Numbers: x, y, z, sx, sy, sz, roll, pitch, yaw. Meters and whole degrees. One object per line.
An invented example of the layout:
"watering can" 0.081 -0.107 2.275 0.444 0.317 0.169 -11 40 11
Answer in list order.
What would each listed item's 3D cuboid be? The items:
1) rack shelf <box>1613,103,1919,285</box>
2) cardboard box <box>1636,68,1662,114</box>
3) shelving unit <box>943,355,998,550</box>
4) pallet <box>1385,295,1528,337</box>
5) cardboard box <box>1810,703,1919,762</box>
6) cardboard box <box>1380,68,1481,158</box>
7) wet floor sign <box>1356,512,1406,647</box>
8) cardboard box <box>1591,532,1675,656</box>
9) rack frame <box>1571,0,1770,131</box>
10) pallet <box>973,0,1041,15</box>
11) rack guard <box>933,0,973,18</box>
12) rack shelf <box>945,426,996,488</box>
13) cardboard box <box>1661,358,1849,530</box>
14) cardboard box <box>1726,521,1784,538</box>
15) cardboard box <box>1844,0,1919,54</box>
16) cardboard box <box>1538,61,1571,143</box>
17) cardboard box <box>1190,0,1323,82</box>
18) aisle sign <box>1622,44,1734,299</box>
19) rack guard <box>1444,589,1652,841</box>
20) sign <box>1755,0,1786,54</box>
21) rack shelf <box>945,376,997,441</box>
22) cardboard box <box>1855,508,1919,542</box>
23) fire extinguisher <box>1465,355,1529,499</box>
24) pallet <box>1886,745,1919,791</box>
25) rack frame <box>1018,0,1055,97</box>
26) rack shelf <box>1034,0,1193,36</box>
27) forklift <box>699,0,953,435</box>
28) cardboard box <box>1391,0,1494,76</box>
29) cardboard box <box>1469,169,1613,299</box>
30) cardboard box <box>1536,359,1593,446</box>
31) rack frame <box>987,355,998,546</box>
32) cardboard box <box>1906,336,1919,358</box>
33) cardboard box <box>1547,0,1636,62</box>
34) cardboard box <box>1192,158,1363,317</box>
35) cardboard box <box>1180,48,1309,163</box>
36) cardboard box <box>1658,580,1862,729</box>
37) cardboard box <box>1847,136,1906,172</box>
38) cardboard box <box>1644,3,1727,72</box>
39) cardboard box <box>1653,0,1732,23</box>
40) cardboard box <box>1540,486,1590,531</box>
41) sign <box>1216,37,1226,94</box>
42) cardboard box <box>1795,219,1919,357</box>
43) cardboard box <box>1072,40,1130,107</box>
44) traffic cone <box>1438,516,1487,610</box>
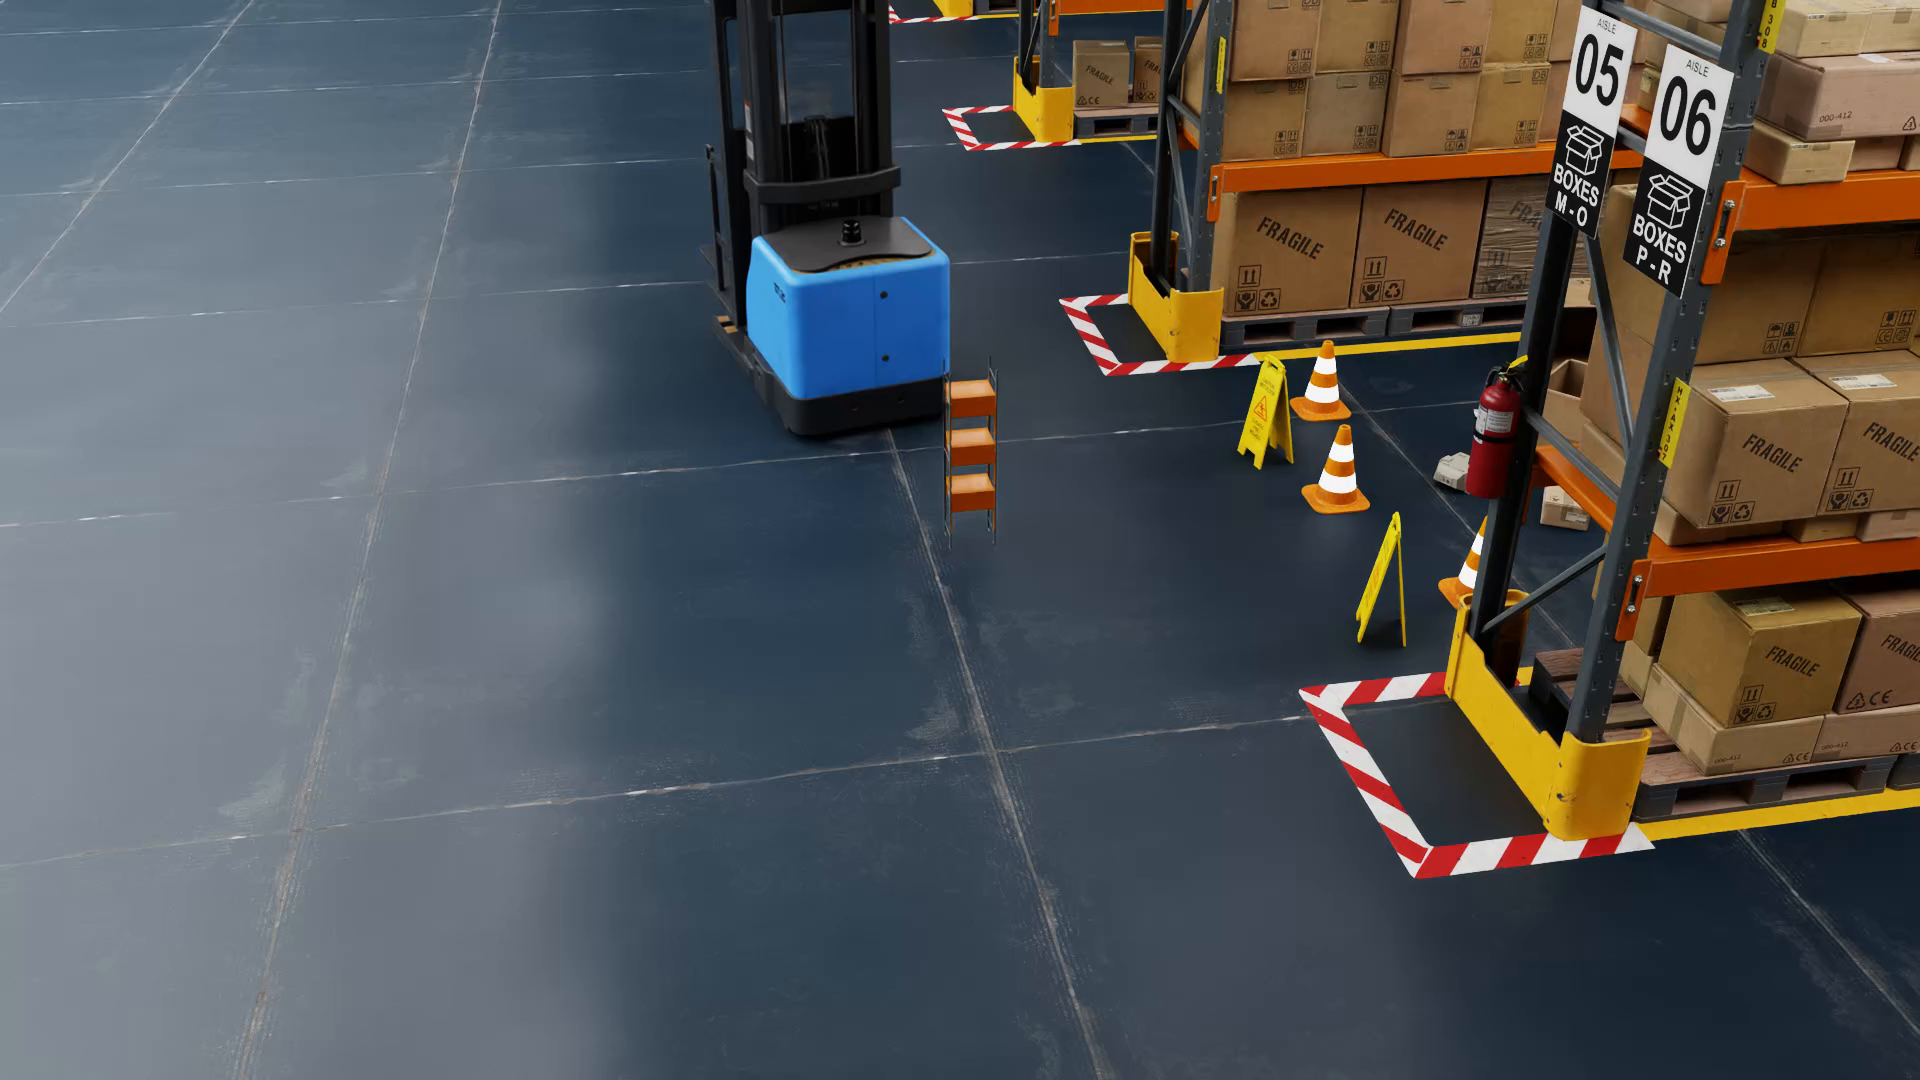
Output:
"rack shelf" 4.464 -1.488 6.461 4.000 0.370 1.077 -5 31 -9
"cardboard box" 2.797 -1.679 6.325 0.250 0.149 0.380 -5 31 -9
"shelving unit" 0.053 -0.457 8.882 0.252 1.050 0.215 -5 31 -9
"pallet" 3.476 -1.801 11.994 1.213 0.211 1.003 -5 31 -9
"cardboard box" 3.843 0.703 7.283 0.500 0.250 0.500 -4 31 -7
"cardboard box" 2.973 -2.952 11.053 0.550 0.550 0.875 -5 31 -9
"wet floor sign" 2.117 0.177 8.203 0.232 0.644 0.267 5 31 8
"cardboard box" 3.238 0.156 7.475 0.500 0.500 0.500 -5 31 -9
"rack frame" 2.497 -2.908 5.208 0.127 3.000 1.000 -5 31 -9
"pallet" 0.686 -6.632 20.212 1.213 0.211 1.003 -5 31 -9
"rack guard" -0.114 -6.685 20.017 0.348 0.500 1.175 -5 31 -9
"rack shelf" 0.053 -0.448 8.888 0.240 0.259 0.215 -5 31 -9
"cardboard box" 3.012 -0.398 6.466 0.500 0.500 0.500 -6 31 -10
"cardboard box" 3.114 -0.172 6.721 0.250 0.149 0.380 -5 31 -8
"cardboard box" 3.128 -1.812 5.765 0.250 0.149 0.380 -5 31 -9
"cardboard box" 3.990 -3.119 11.337 0.550 0.550 0.875 -5 31 -9
"cardboard box" 1.878 -3.326 10.623 0.550 0.550 0.875 -5 31 -9
"aisle sign" 2.491 -1.283 5.797 0.004 0.787 0.394 -5 31 -9
"rack guard" 2.571 0.748 7.374 0.348 0.500 1.175 -5 31 -9
"sign" 2.594 -1.721 5.287 0.005 0.325 0.100 -5 31 -9
"rack shelf" 0.053 -0.693 8.744 0.240 0.259 0.215 -5 31 -9
"cardboard box" 3.647 -0.156 6.694 0.250 0.149 0.380 -5 31 -8
"fire extinguisher" 2.301 -0.508 7.121 0.183 0.674 0.296 -5 31 -9
"pallet" 4.574 0.707 7.730 1.213 0.211 1.003 -5 31 -9
"rack frame" 0.712 -5.263 15.132 0.127 3.000 1.000 -5 31 -9
"rack shelf" 2.679 -5.136 15.625 4.000 0.370 1.077 -5 31 -9
"forklift" -1.069 -2.628 10.718 1.130 2.935 3.031 -12 32 -19
"cardboard box" 2.977 -3.405 10.759 0.550 0.550 0.875 -5 31 -9
"cardboard box" 3.923 -2.305 11.782 0.875 0.875 0.875 -5 31 -9
"cardboard box" 3.768 -0.669 9.781 0.797 0.503 0.637 23 37 33
"rack frame" 0.173 -0.469 8.901 0.008 1.050 0.200 -5 31 -9
"cardboard box" 4.022 -0.494 6.630 0.500 0.500 0.500 -6 31 -10
"cardboard box" 3.995 -3.571 11.040 0.550 0.550 0.875 -5 31 -9
"cardboard box" 2.161 -2.141 11.504 0.875 0.875 0.875 -5 31 -9
"cardboard box" 1.862 -2.902 10.968 0.550 0.550 0.875 -5 31 -9
"cardboard box" 3.363 0.421 7.024 0.500 0.500 0.500 -6 31 -11
"cardboard box" 3.124 -1.444 5.925 0.250 0.149 0.380 -6 31 -10
"cardboard box" 2.951 -1.860 6.239 0.500 0.250 0.500 -6 31 -10
"cardboard box" 2.776 -2.029 6.133 0.250 0.149 0.380 -5 31 -8
"cardboard box" 3.421 -0.220 9.368 0.250 0.149 0.380 10 32 17
"sign" 1.600 -2.911 10.199 0.005 0.325 0.100 -5 31 -9
"cardboard box" 3.459 -1.122 6.711 0.500 0.500 0.700 -5 31 -8
"cardboard box" 1.329 -4.415 15.742 0.500 0.500 0.500 0 30 0
"traffic cone" 2.687 0.089 8.532 0.334 0.463 0.336 -5 31 -9
